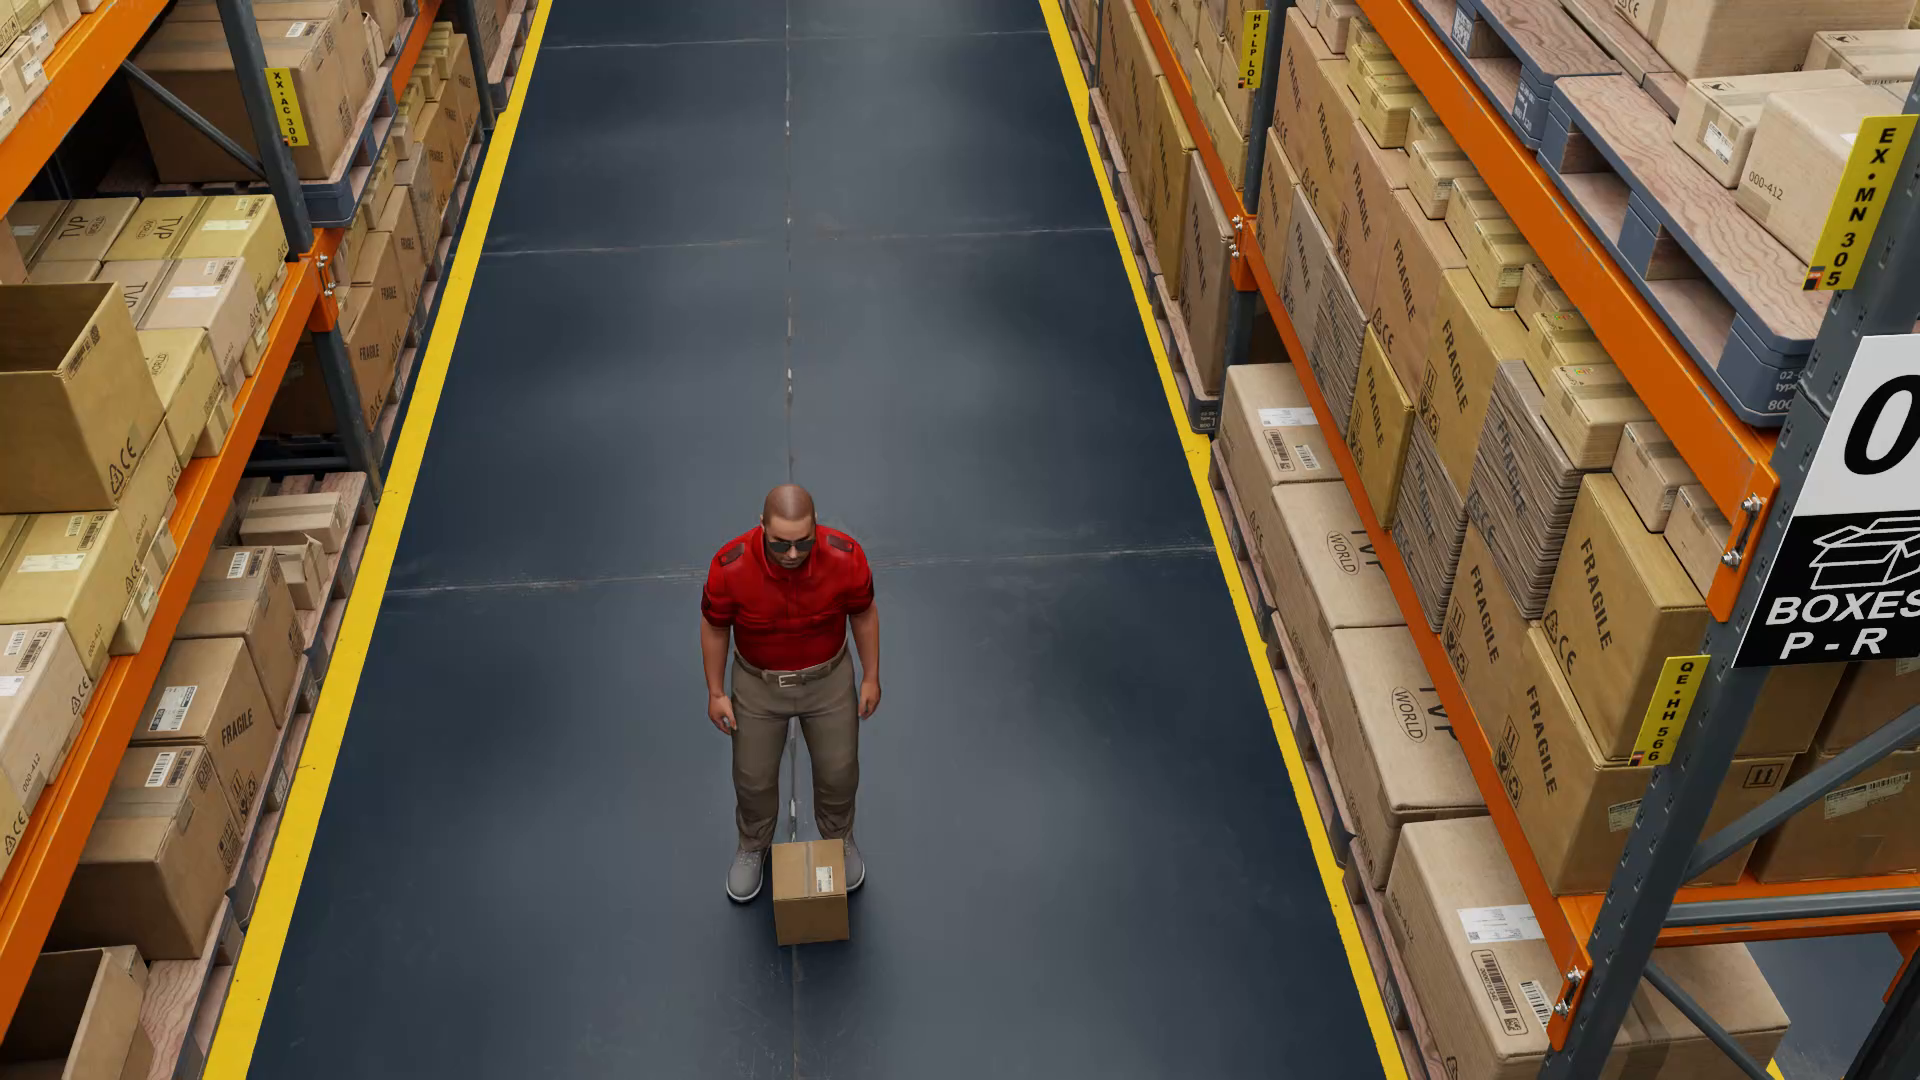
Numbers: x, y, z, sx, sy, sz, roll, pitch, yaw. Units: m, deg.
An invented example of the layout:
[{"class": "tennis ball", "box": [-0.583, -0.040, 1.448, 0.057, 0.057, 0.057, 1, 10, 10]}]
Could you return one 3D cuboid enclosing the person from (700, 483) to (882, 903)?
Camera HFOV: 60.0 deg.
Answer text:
[{"class": "person", "box": [-0.557, 0.492, 5.555, 0.601, 1.726, 0.393, -5, 39, -7]}]
